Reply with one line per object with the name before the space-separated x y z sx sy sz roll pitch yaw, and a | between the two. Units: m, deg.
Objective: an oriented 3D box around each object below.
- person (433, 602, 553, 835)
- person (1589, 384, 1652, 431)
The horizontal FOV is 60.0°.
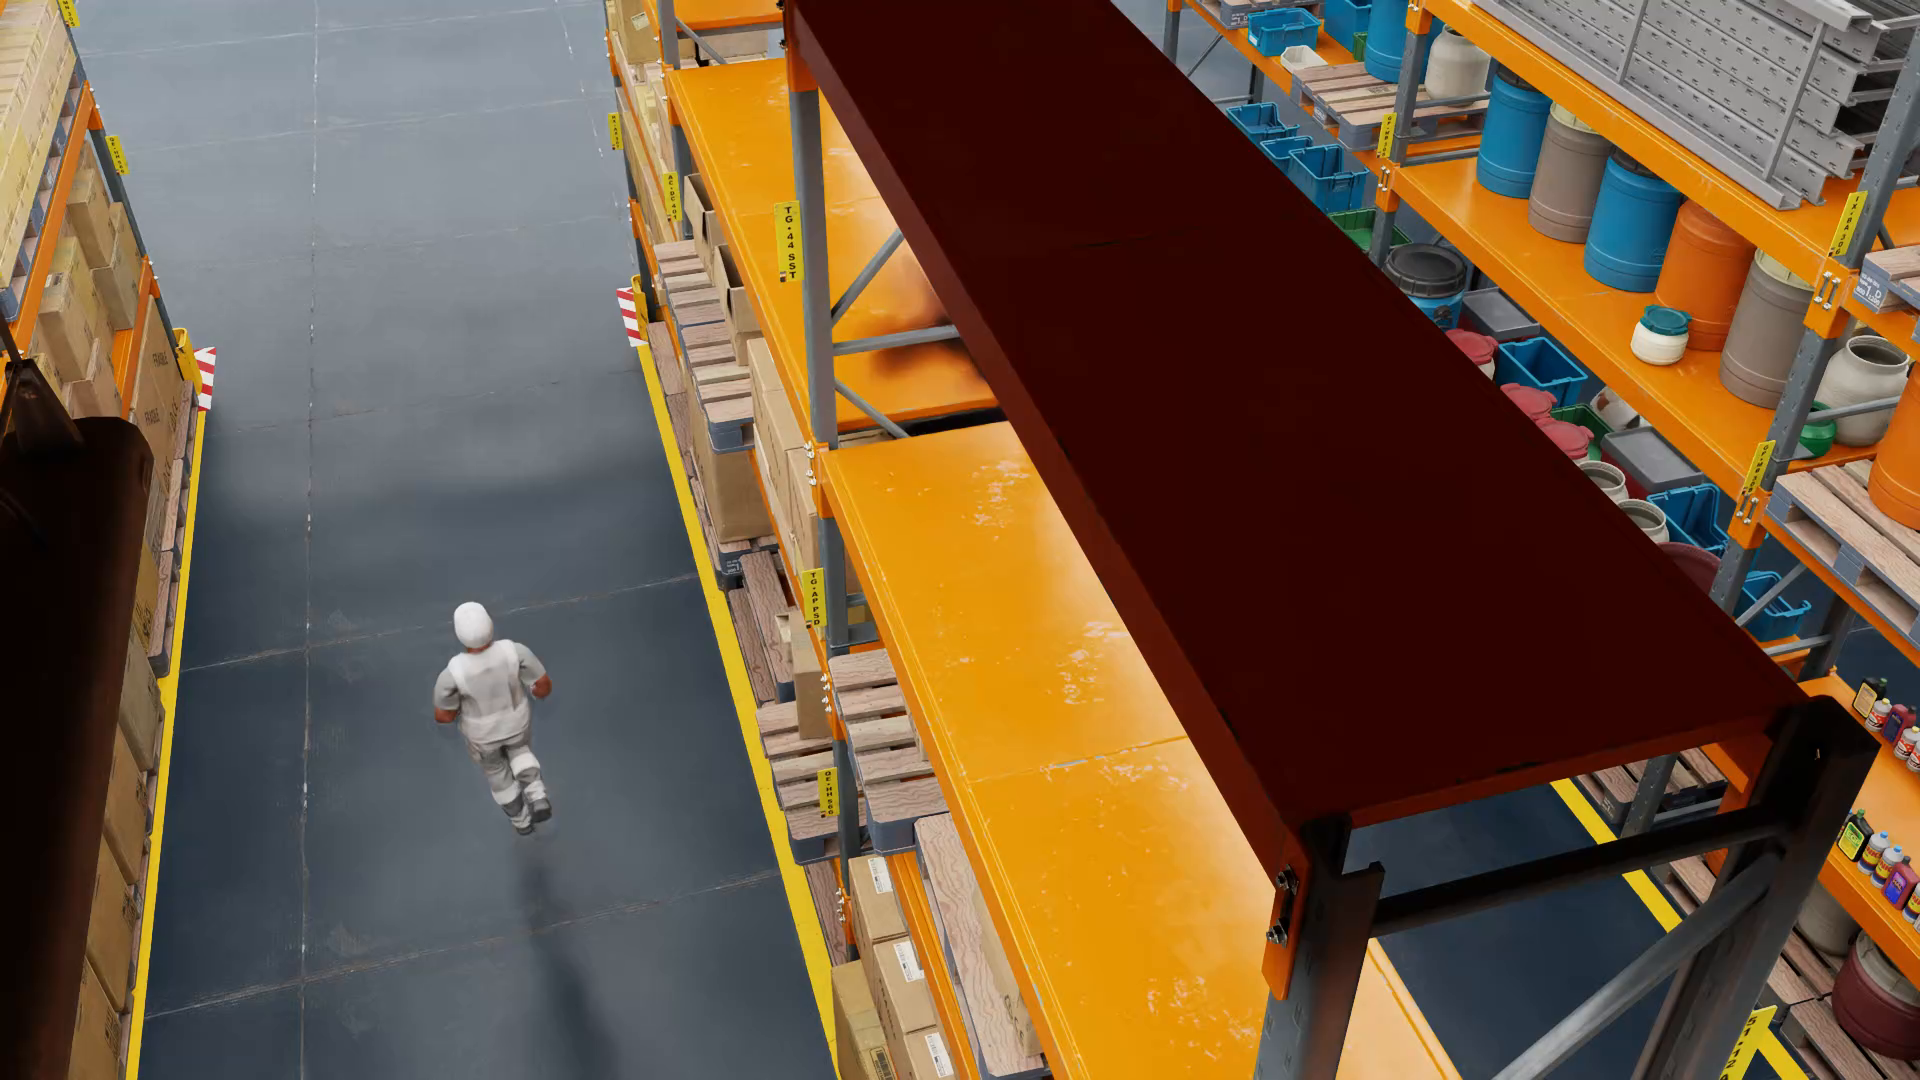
person | -2.671 1.068 9.611 0.658 1.749 0.601 -19 42 -22
person | 5.122 -1.063 12.683 0.703 1.764 1.059 -13 40 -16
